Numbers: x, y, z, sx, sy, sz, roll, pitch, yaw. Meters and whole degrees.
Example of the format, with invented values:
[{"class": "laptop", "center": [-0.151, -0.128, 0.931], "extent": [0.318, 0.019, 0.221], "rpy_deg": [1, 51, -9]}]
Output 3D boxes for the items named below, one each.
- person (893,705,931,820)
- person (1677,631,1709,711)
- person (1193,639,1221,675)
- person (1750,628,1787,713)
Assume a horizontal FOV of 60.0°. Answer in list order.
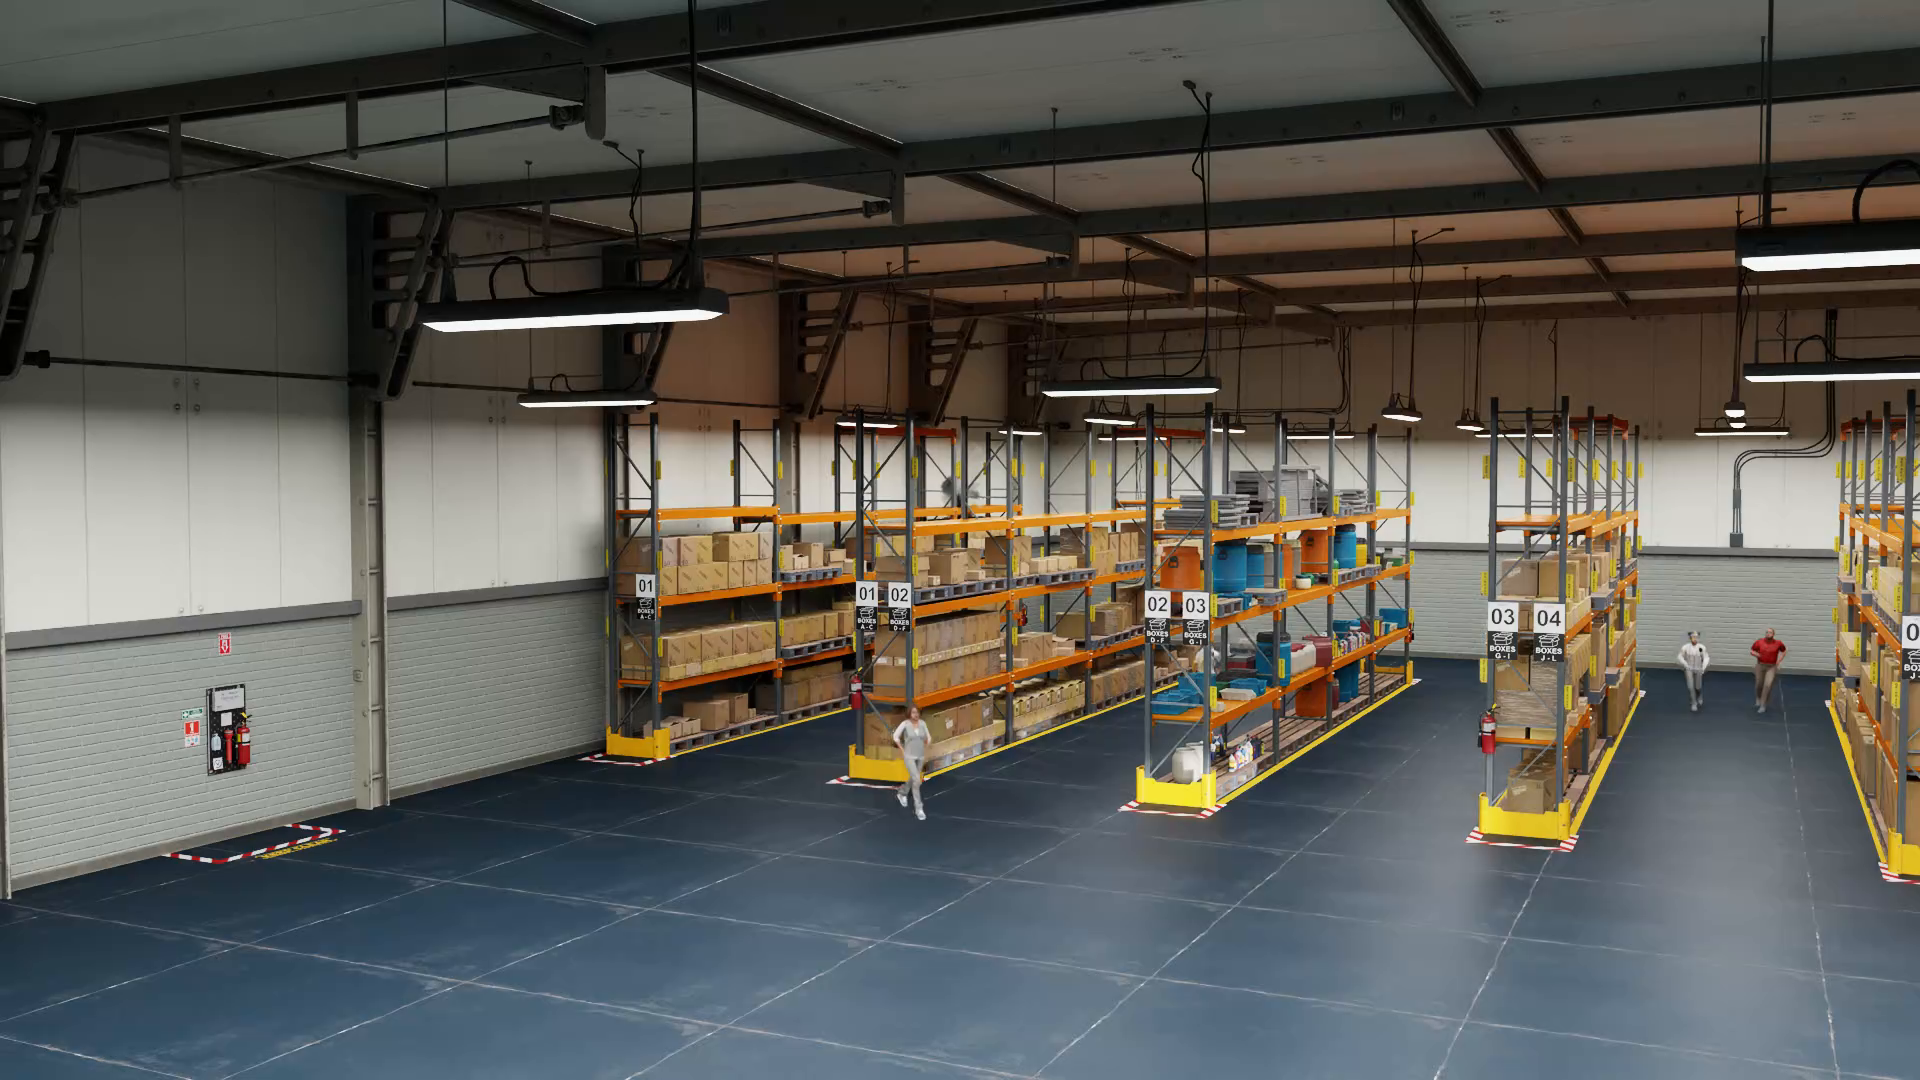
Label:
[{"class": "person", "center": [-0.673, 3.184, 24.145], "extent": [0.524, 1.613, 0.820], "rpy_deg": [-1, 3, -30]}, {"class": "person", "center": [15.305, 2.727, 34.719], "extent": [0.608, 1.660, 0.557], "rpy_deg": [1, 3, 21]}, {"class": "person", "center": [4.974, 2.774, 33.416], "extent": [0.588, 1.696, 0.827], "rpy_deg": [1, 3, 23]}, {"class": "person", "center": [16.789, 2.694, 34.571], "extent": [0.668, 1.754, 0.899], "rpy_deg": [2, 3, 33]}]
